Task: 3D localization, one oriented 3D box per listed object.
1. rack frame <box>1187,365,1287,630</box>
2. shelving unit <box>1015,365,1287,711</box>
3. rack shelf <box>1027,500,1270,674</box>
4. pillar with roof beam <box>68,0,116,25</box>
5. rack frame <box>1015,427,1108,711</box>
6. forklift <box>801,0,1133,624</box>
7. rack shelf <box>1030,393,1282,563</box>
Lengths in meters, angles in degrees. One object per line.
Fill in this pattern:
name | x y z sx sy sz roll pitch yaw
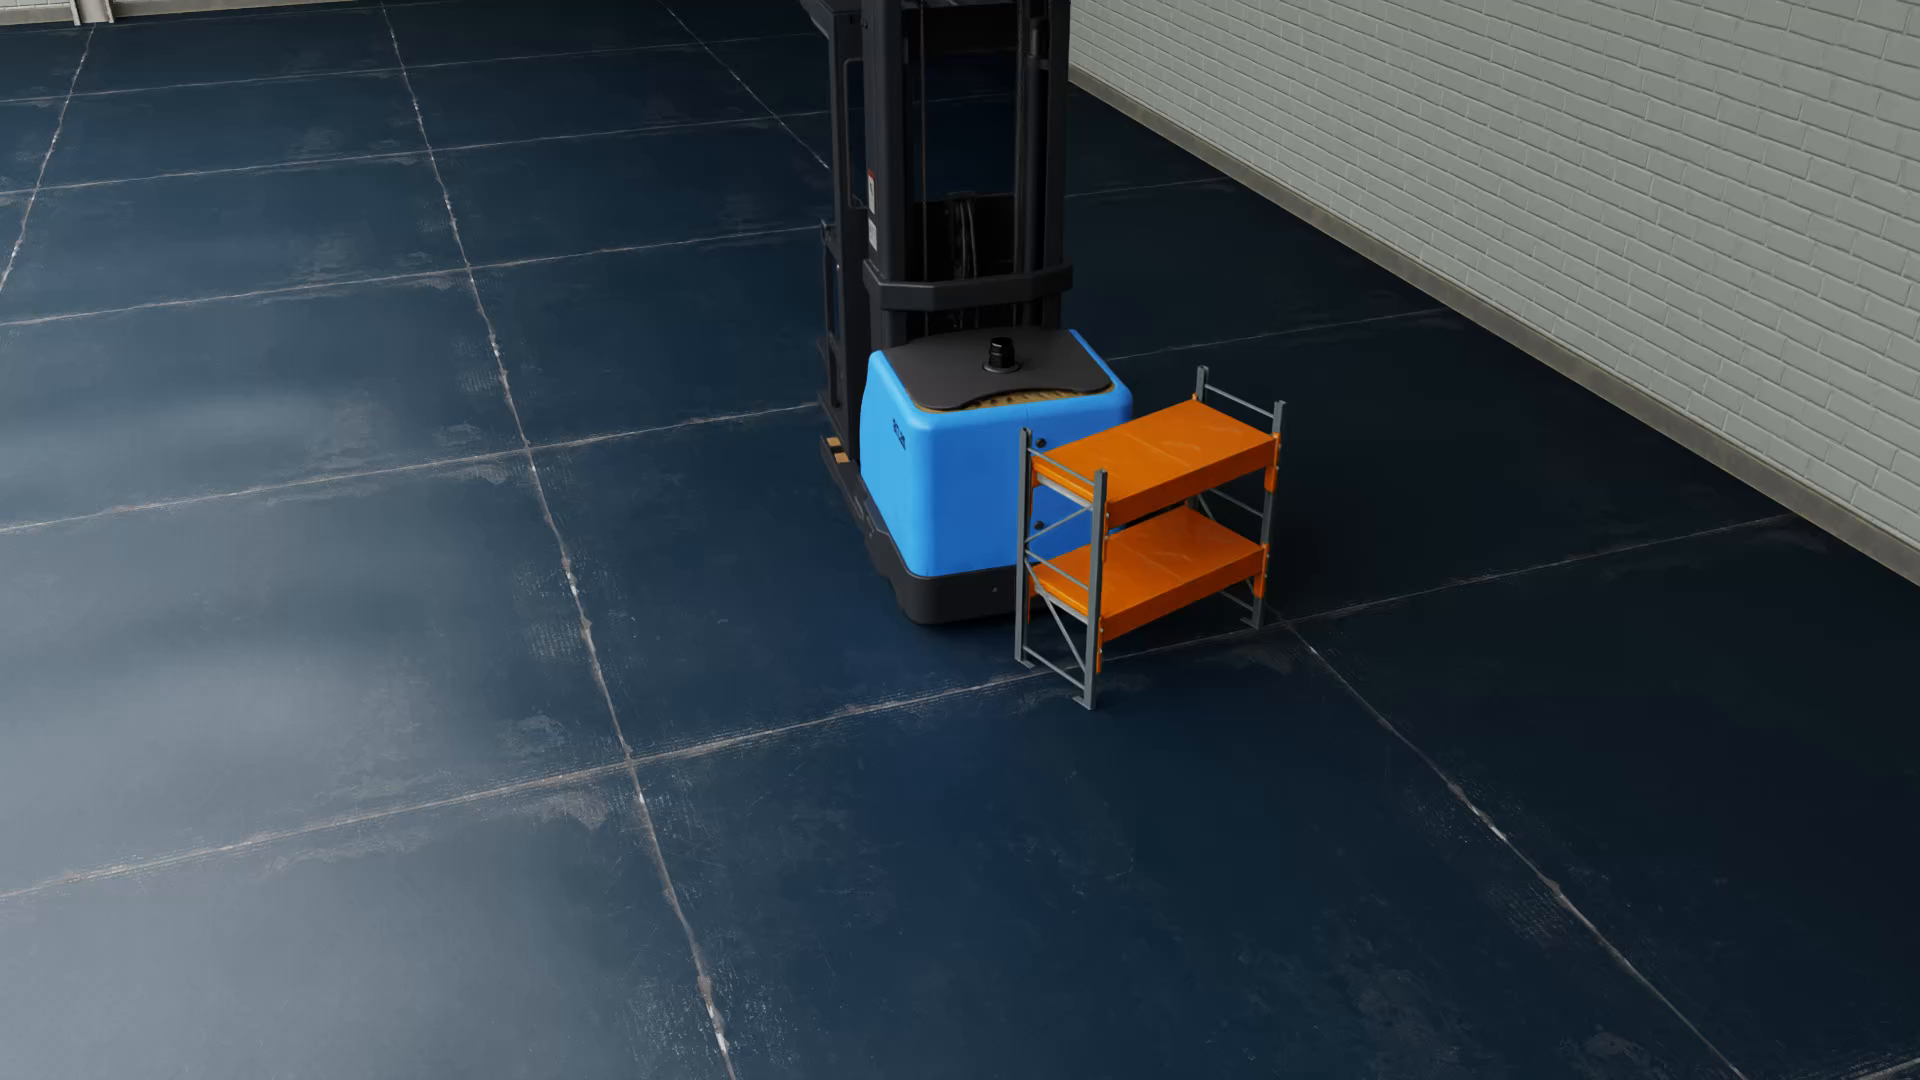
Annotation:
rack frame | 1.210 -0.181 7.430 0.032 1.125 0.500 -21 36 -32
shelving unit | 0.808 -0.026 7.158 1.048 1.125 0.538 -21 36 -32
rack shelf | 0.808 0.186 7.280 1.000 0.278 0.538 -21 36 -32
pillar with roof beam | -7.981 -7.609 12.514 0.400 9.000 9.100 -10 31 -18
rack frame | 0.407 0.128 6.887 0.032 1.125 0.500 -21 36 -32
forklift | -0.119 -1.613 8.120 1.130 2.935 3.031 -8 31 -14
rack shelf | 0.809 -0.280 7.013 1.000 0.278 0.538 -21 36 -32
